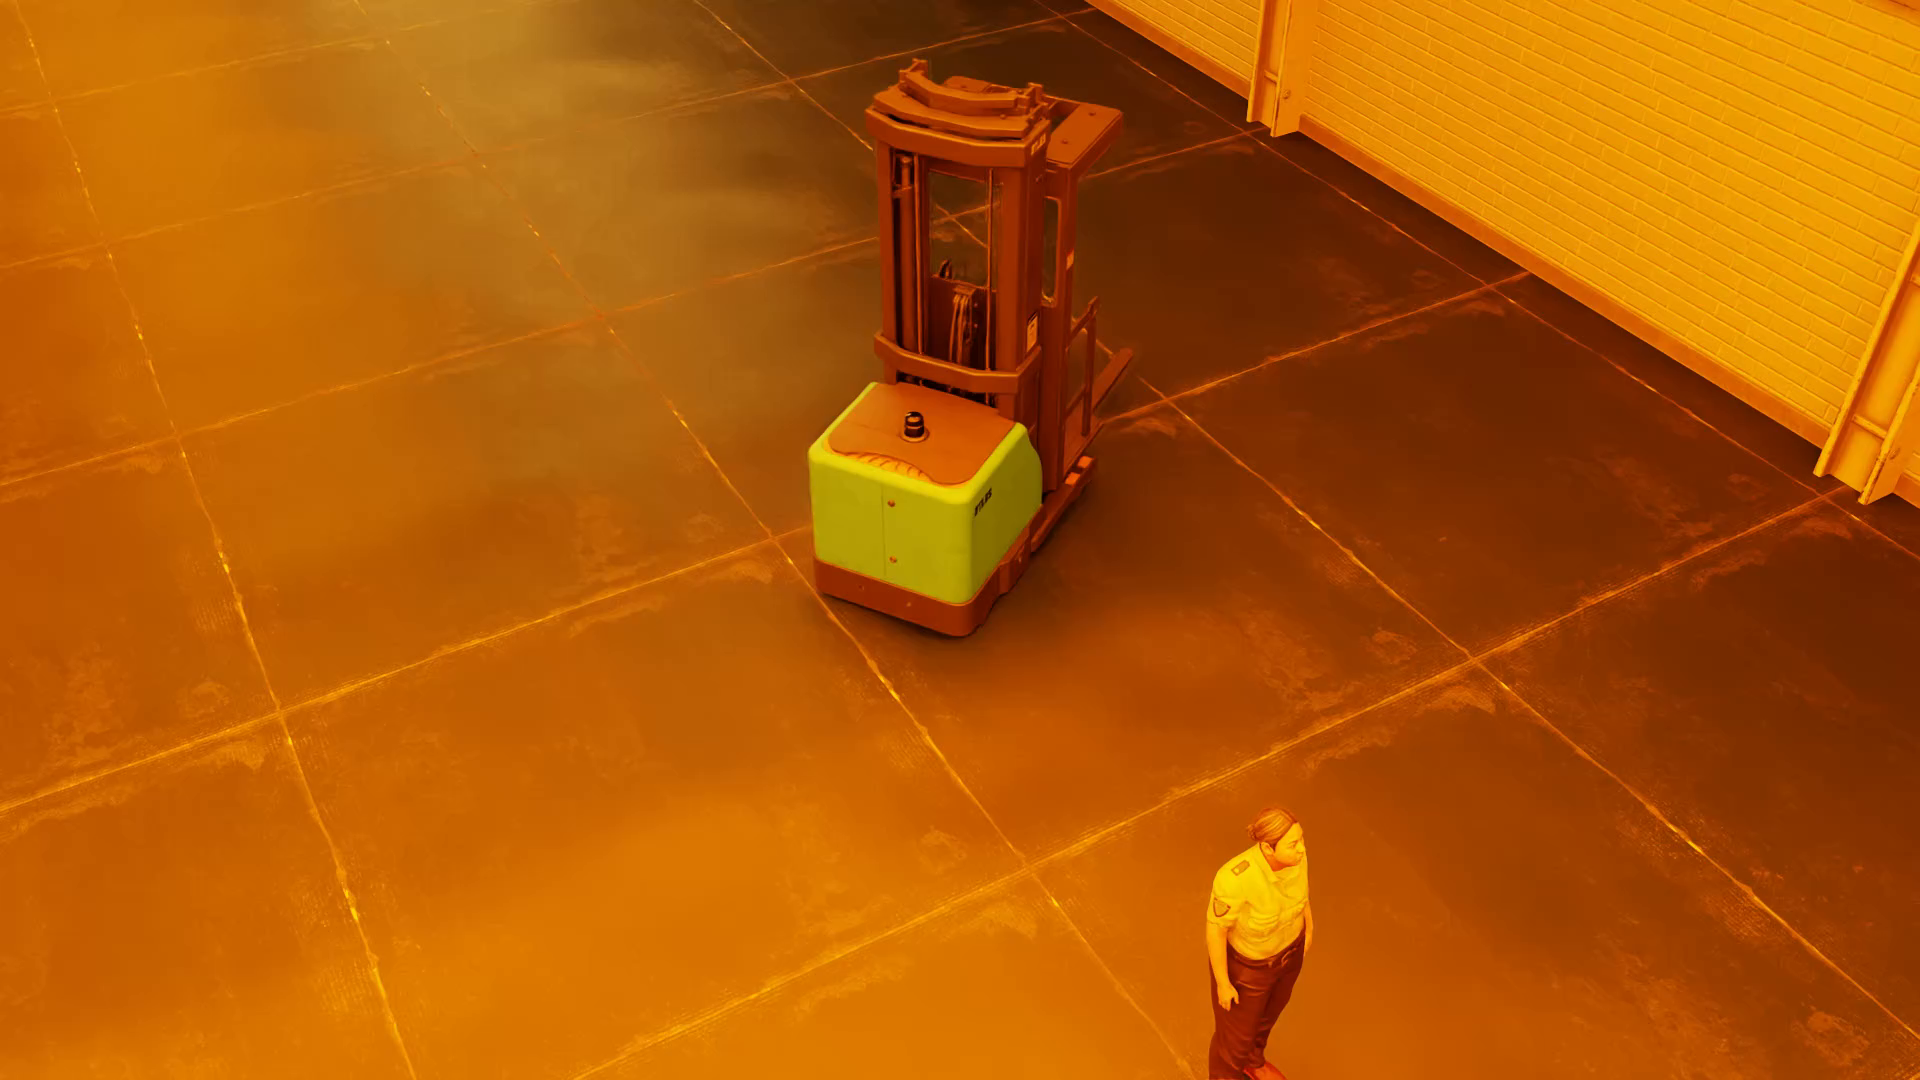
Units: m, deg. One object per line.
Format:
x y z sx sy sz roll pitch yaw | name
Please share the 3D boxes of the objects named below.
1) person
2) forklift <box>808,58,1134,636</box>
1.289 1.789 6.882 0.598 1.640 0.502 -27 47 -29 | person
0.238 -1.510 9.856 1.130 2.935 3.031 18 43 20 | forklift
